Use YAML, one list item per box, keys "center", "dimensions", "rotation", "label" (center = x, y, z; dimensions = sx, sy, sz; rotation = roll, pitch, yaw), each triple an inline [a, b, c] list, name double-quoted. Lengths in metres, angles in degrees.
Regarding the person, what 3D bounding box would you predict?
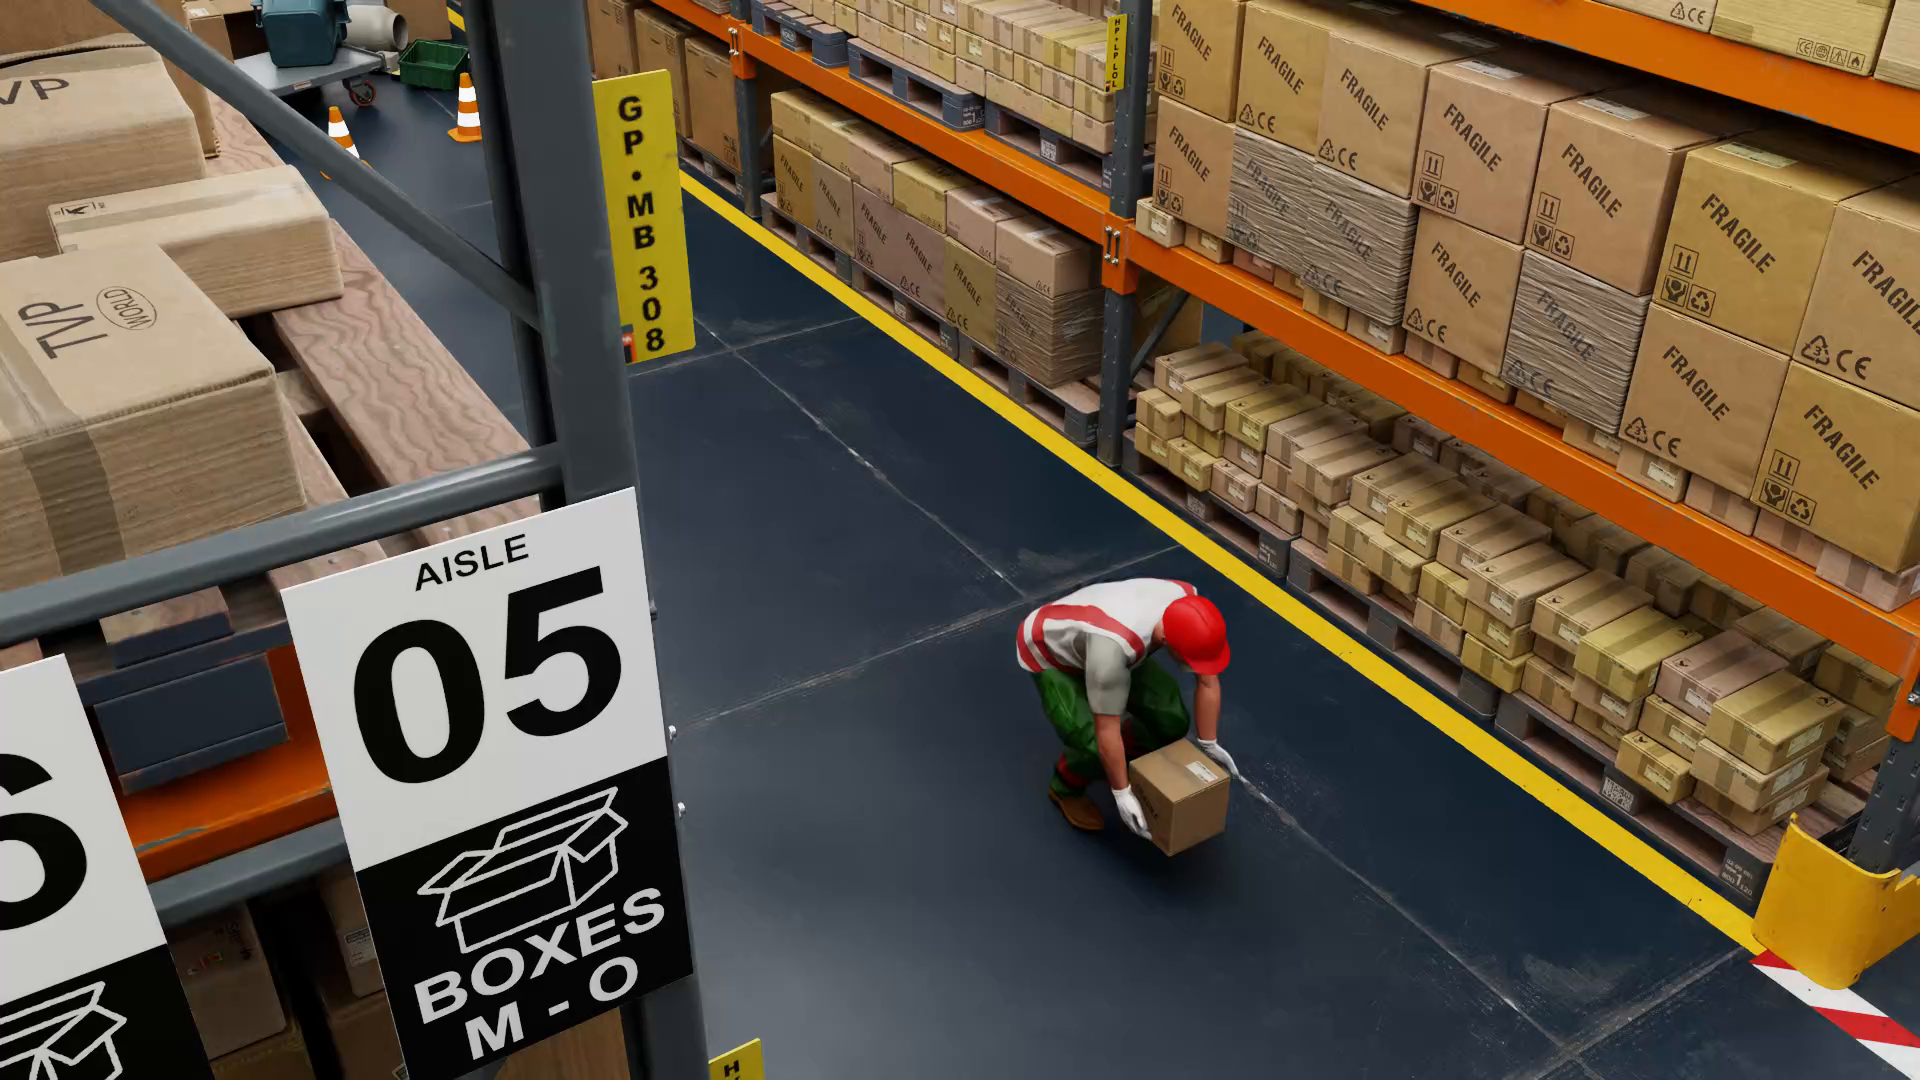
- center: [0.590, 0.527, 5.936]
  dimensions: [0.574, 1.093, 0.857]
  rotation: [-19, 37, -27]
  label: "person"
